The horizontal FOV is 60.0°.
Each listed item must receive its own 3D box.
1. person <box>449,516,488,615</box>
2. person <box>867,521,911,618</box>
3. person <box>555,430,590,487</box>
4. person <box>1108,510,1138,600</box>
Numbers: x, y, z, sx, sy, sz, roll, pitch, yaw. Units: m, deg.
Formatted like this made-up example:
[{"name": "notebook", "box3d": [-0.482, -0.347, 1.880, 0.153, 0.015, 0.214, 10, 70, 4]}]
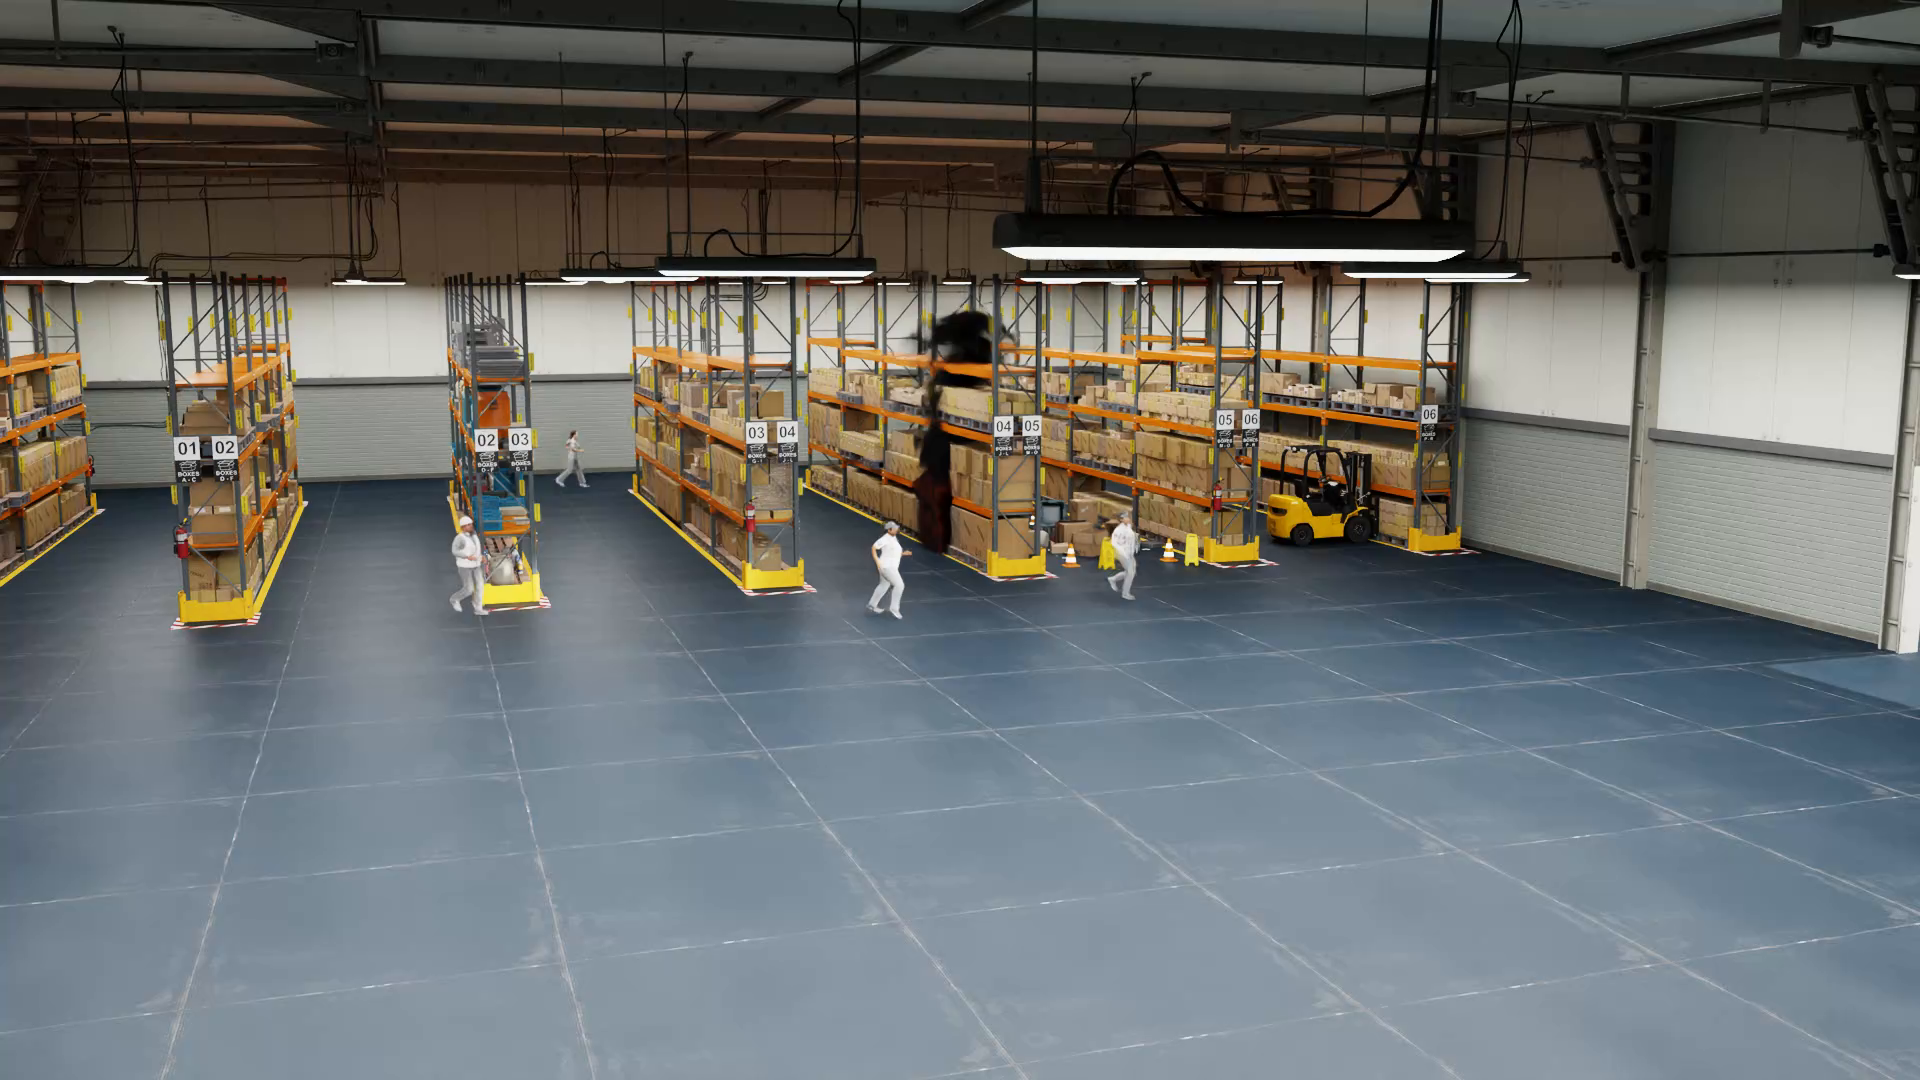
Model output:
[{"name": "person", "box3d": [-8.654, 0.454, 29.280, 0.765, 1.756, 0.683, 4, 10, 26]}, {"name": "person", "box3d": [-1.252, 0.527, 29.155, 0.817, 1.724, 0.570, 1, 9, 9]}, {"name": "person", "box3d": [-11.185, -2.333, 47.890, 0.967, 1.668, 0.539, -2, 9, -11]}, {"name": "person", "box3d": [3.024, 0.257, 30.950, 0.586, 1.677, 0.615, 6, 11, 36]}]
